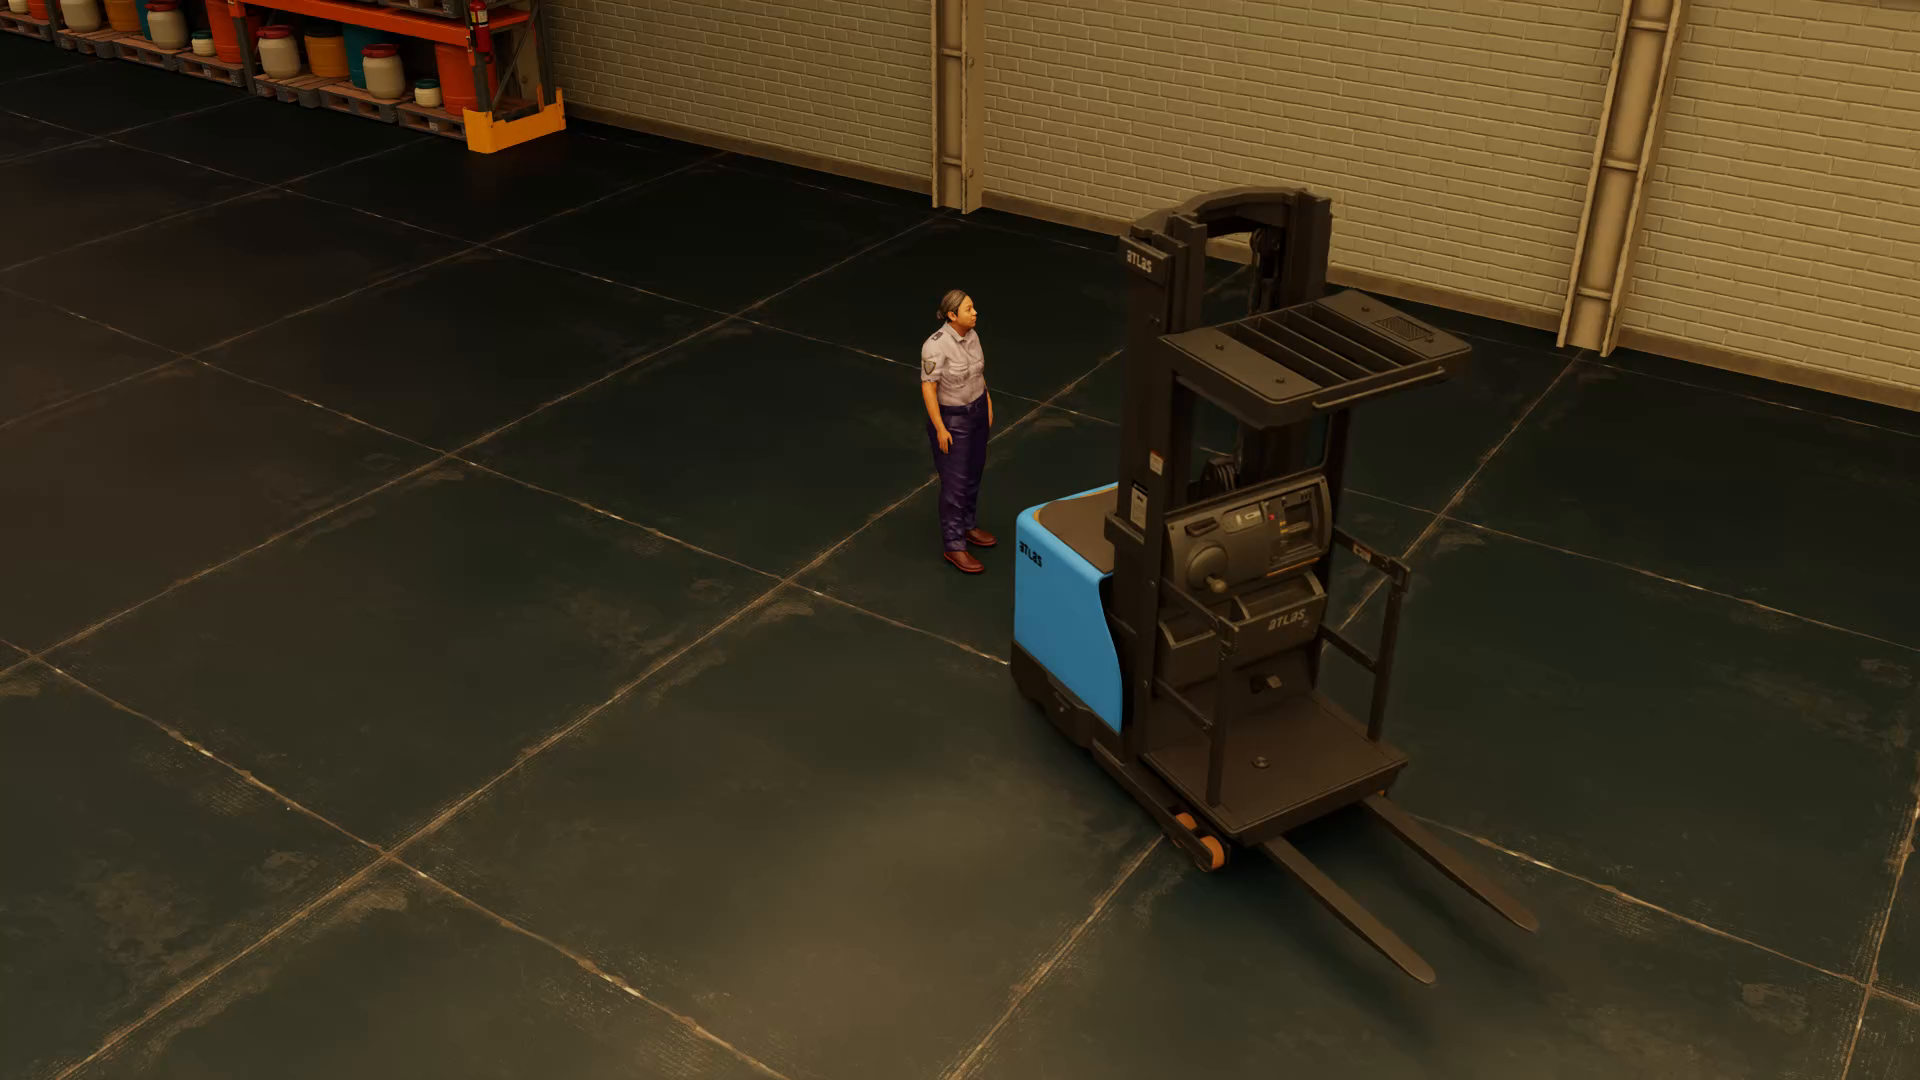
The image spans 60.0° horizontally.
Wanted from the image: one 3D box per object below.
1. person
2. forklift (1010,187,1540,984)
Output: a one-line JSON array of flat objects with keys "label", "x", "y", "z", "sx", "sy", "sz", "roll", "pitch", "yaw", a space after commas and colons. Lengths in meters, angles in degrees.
[{"label": "person", "x": 0.062, "y": -0.684, "z": 10.023, "sx": 0.502, "sy": 1.651, "sz": 0.598, "roll": 19, "pitch": 35, "yaw": 29}, {"label": "forklift", "x": 1.455, "y": 0.024, "z": 7.539, "sx": 1.130, "sy": 2.935, "sz": 3.031, "roll": -16, "pitch": 34, "yaw": -26}]
